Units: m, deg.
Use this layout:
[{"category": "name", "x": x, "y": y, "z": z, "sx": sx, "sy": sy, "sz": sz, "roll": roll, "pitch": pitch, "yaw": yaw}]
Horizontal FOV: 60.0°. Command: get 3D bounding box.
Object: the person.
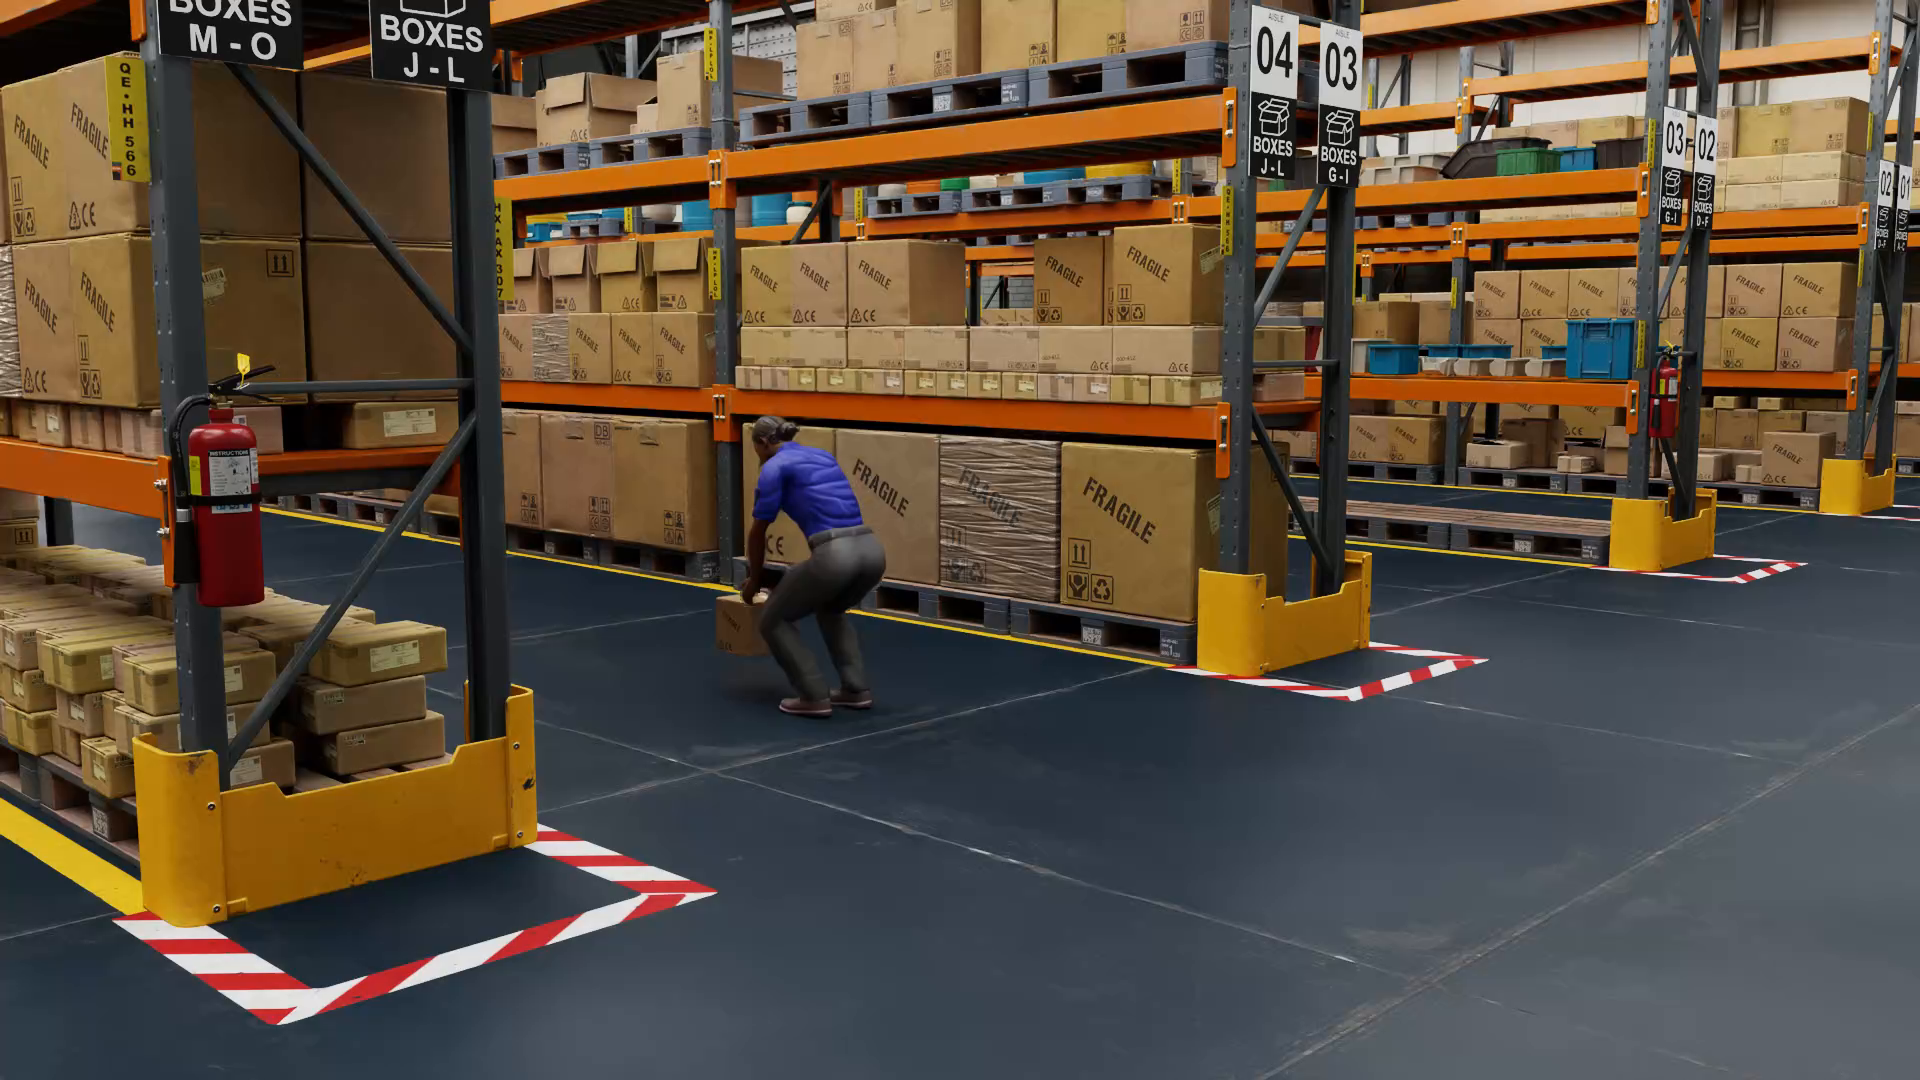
[{"category": "person", "x": -0.665, "y": 0.111, "z": 7.341, "sx": 0.668, "sy": 1.308, "sz": 0.498, "roll": 7, "pitch": 10, "yaw": 43}]
